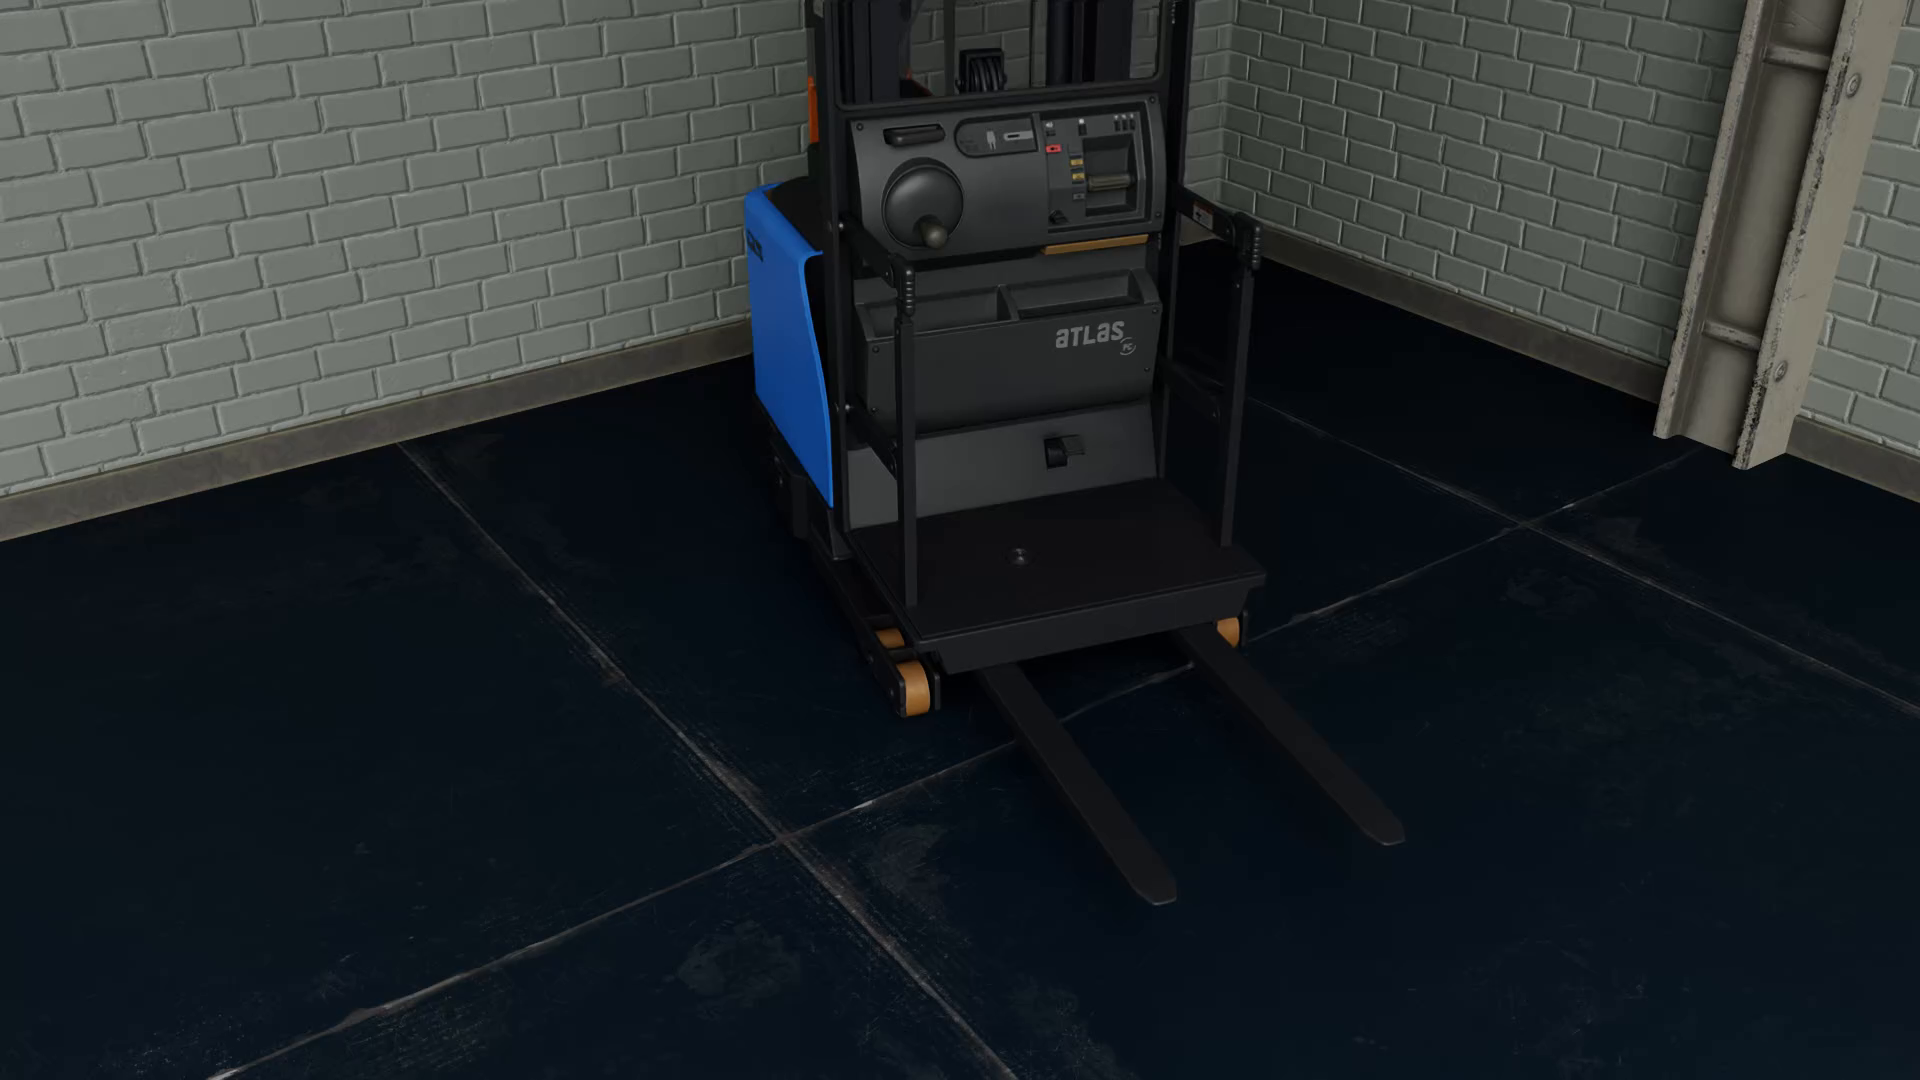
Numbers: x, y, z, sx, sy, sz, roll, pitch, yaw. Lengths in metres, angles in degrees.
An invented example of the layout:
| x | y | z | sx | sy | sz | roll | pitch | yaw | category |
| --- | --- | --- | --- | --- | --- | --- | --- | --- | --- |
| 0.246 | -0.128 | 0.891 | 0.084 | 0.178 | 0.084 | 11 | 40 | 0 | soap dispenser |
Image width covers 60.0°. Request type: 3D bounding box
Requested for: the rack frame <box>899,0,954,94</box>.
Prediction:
| x | y | z | sx | sy | sz | roll | pitch | yaw | category |
| --- | --- | --- | --- | --- | --- | --- | --- | --- | --- |
| -0.211 | -1.338 | 6.013 | 0.400 | 2.100 | 0.015 | -10 | 30 | -18 | rack frame |

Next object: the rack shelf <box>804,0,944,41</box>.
| x | y | z | sx | sy | sz | roll | pitch | yaw | category |
| --- | --- | --- | --- | --- | --- | --- | --- | --- | --- |
| -0.296 | -2.050 | 5.887 | 0.431 | 0.518 | 0.480 | -10 | 30 | -18 | rack shelf |

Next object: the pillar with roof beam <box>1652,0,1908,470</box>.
| x | y | z | sx | sy | sz | roll | pitch | yaw | category |
| --- | --- | --- | --- | --- | --- | --- | --- | --- | --- |
| -0.559 | -3.143 | 2.108 | 9.100 | 9.000 | 0.400 | -19 | 34 | -31 | pillar with roof beam |

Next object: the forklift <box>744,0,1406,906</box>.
| x | y | z | sx | sy | sz | roll | pitch | yaw | category |
| --- | --- | --- | --- | --- | --- | --- | --- | --- | --- |
| 0.225 | -0.998 | 4.517 | 1.130 | 2.935 | 3.031 | -10 | 30 | -18 | forklift |

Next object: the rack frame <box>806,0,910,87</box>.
| x | y | z | sx | sy | sz | roll | pitch | yaw | category |
| --- | --- | --- | --- | --- | --- | --- | --- | --- | --- |
| -0.381 | -1.556 | 6.415 | 0.400 | 2.100 | 0.015 | -10 | 30 | -18 | rack frame |

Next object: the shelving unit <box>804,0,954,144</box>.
| x | y | z | sx | sy | sz | roll | pitch | yaw | category |
| --- | --- | --- | --- | --- | --- | --- | --- | --- | --- |
| -0.296 | -1.447 | 6.214 | 0.431 | 2.100 | 0.503 | -10 | 30 | -18 | shelving unit |

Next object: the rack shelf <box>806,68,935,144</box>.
| x | y | z | sx | sy | sz | roll | pitch | yaw | category |
| --- | --- | --- | --- | --- | --- | --- | --- | --- | --- |
| -0.296 | -1.435 | 6.221 | 0.431 | 0.518 | 0.480 | -10 | 30 | -18 | rack shelf |
